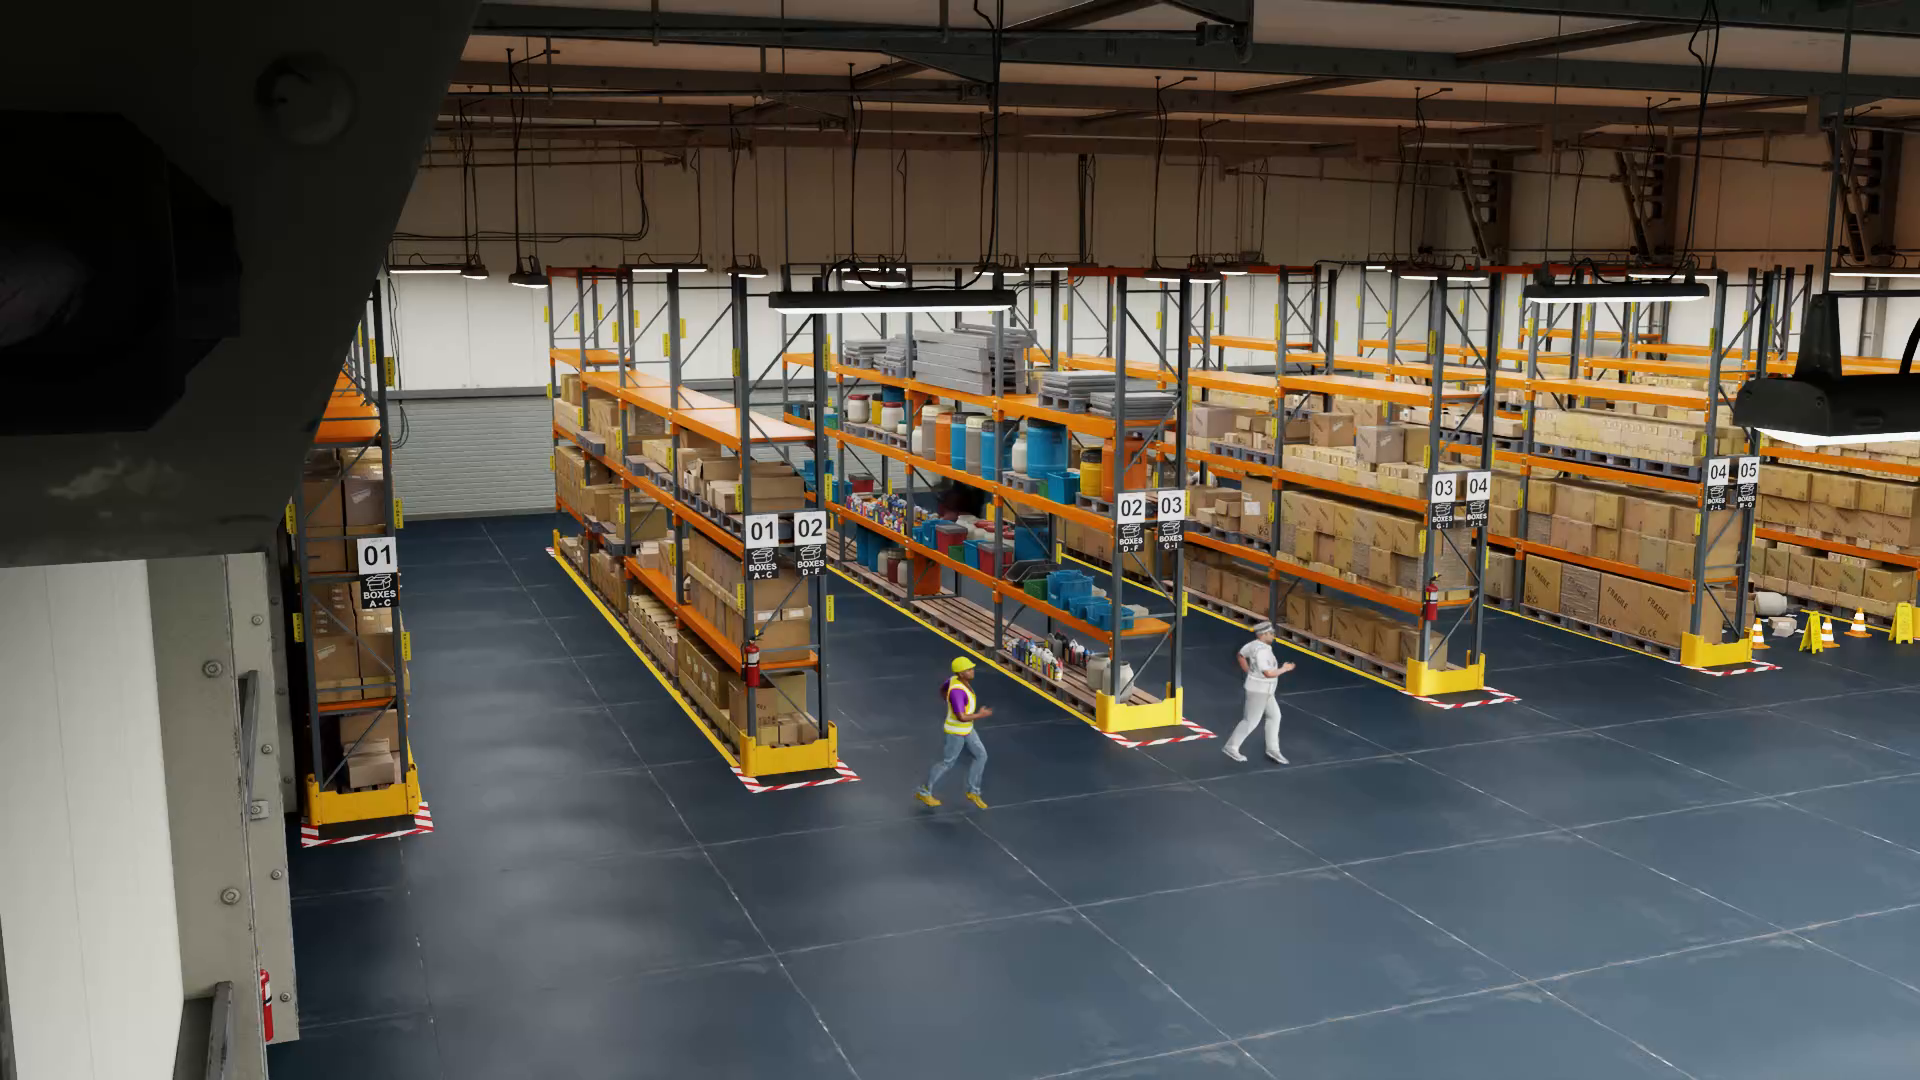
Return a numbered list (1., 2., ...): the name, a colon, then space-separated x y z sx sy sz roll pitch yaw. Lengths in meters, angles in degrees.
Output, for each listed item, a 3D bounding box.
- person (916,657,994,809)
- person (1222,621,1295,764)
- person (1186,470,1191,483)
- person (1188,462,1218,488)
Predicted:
1. person: -0.042 2.206 18.947 0.899 1.813 0.711 2 10 9
2. person: 3.703 1.903 20.610 0.863 1.840 0.651 2 10 9
3. person: 4.965 -1.028 37.696 0.543 1.699 0.706 -4 11 -19
4. person: 5.378 -0.894 36.658 0.669 1.765 0.919 -3 10 -18
